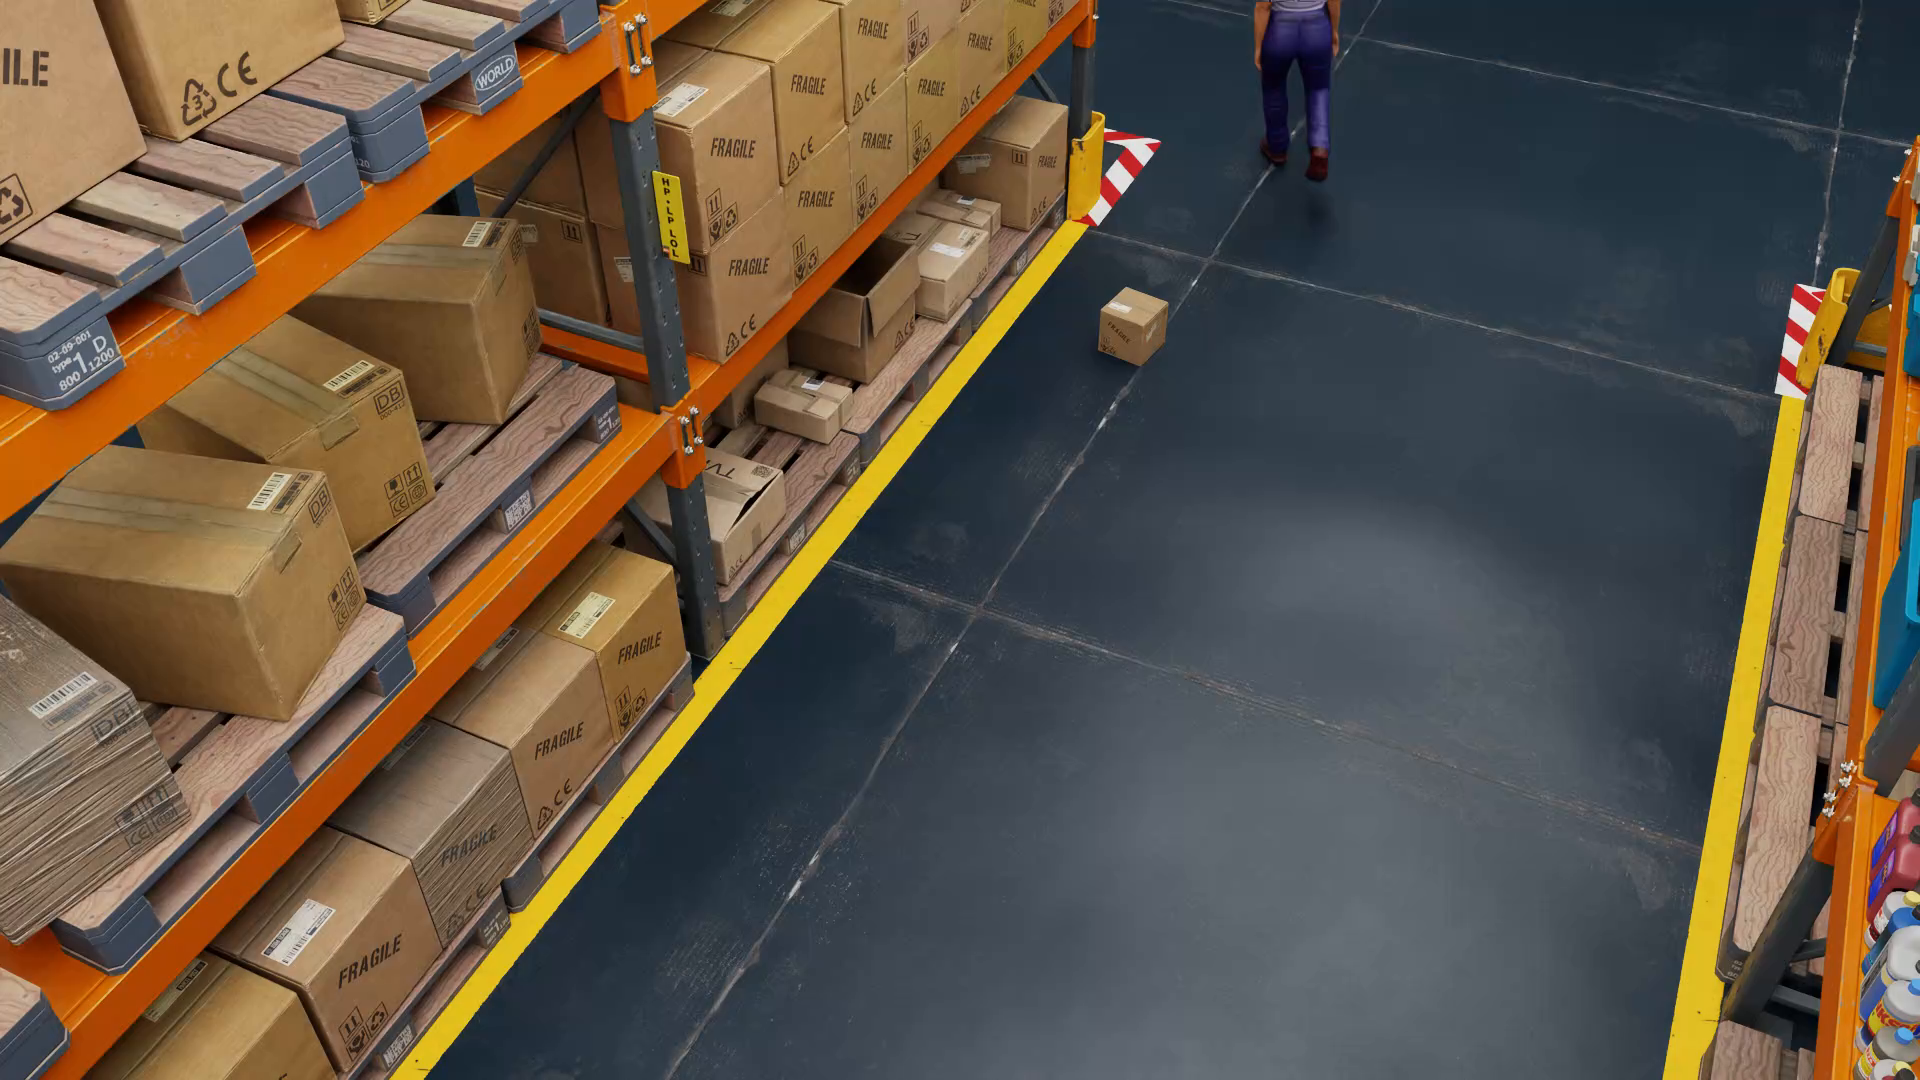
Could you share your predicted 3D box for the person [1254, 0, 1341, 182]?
[{"bbox_3d":[1.863,-2.765,9.203,0.522,1.620,0.719,-1,42,-1],"label":"person"}]
